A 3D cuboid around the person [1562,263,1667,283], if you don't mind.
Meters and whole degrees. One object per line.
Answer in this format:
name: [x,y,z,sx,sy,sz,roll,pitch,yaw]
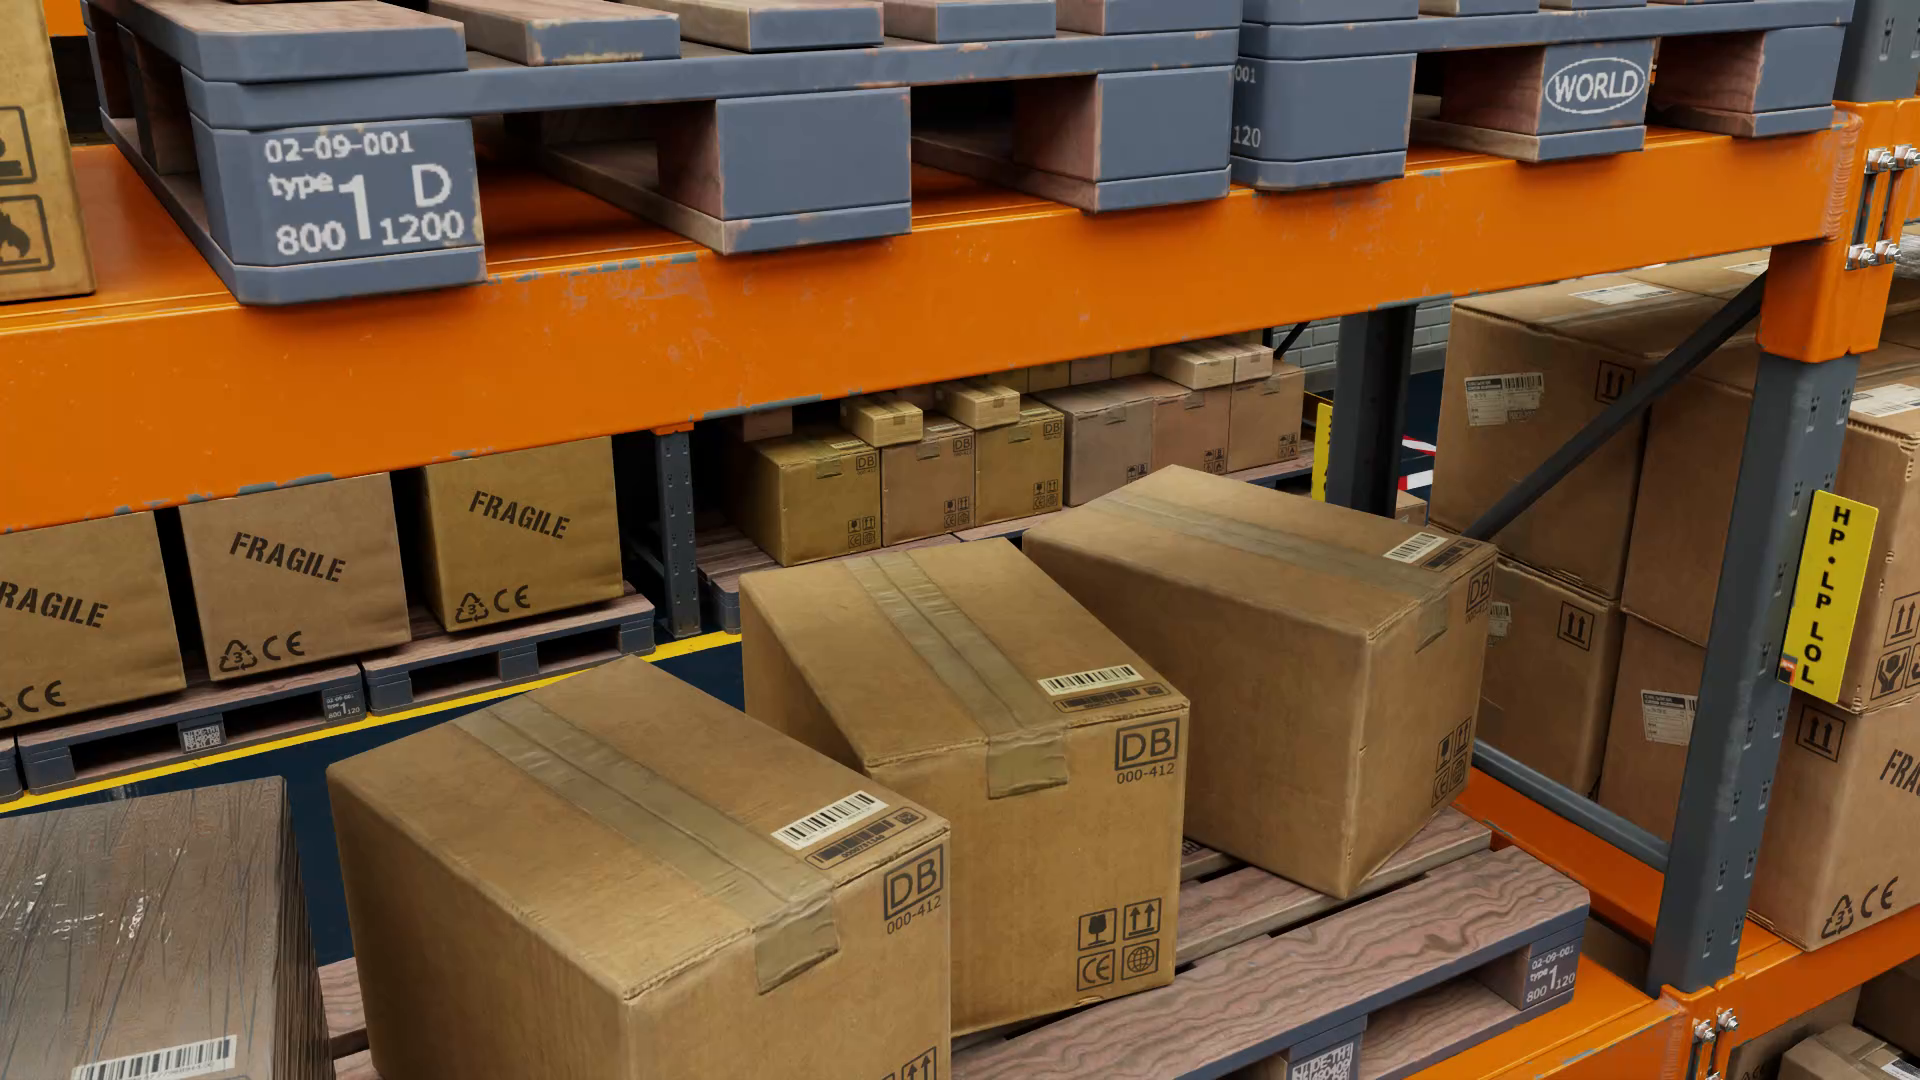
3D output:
person: [3.365,-0.958,8.498,0.619,1.764,0.461,19,28,39]
